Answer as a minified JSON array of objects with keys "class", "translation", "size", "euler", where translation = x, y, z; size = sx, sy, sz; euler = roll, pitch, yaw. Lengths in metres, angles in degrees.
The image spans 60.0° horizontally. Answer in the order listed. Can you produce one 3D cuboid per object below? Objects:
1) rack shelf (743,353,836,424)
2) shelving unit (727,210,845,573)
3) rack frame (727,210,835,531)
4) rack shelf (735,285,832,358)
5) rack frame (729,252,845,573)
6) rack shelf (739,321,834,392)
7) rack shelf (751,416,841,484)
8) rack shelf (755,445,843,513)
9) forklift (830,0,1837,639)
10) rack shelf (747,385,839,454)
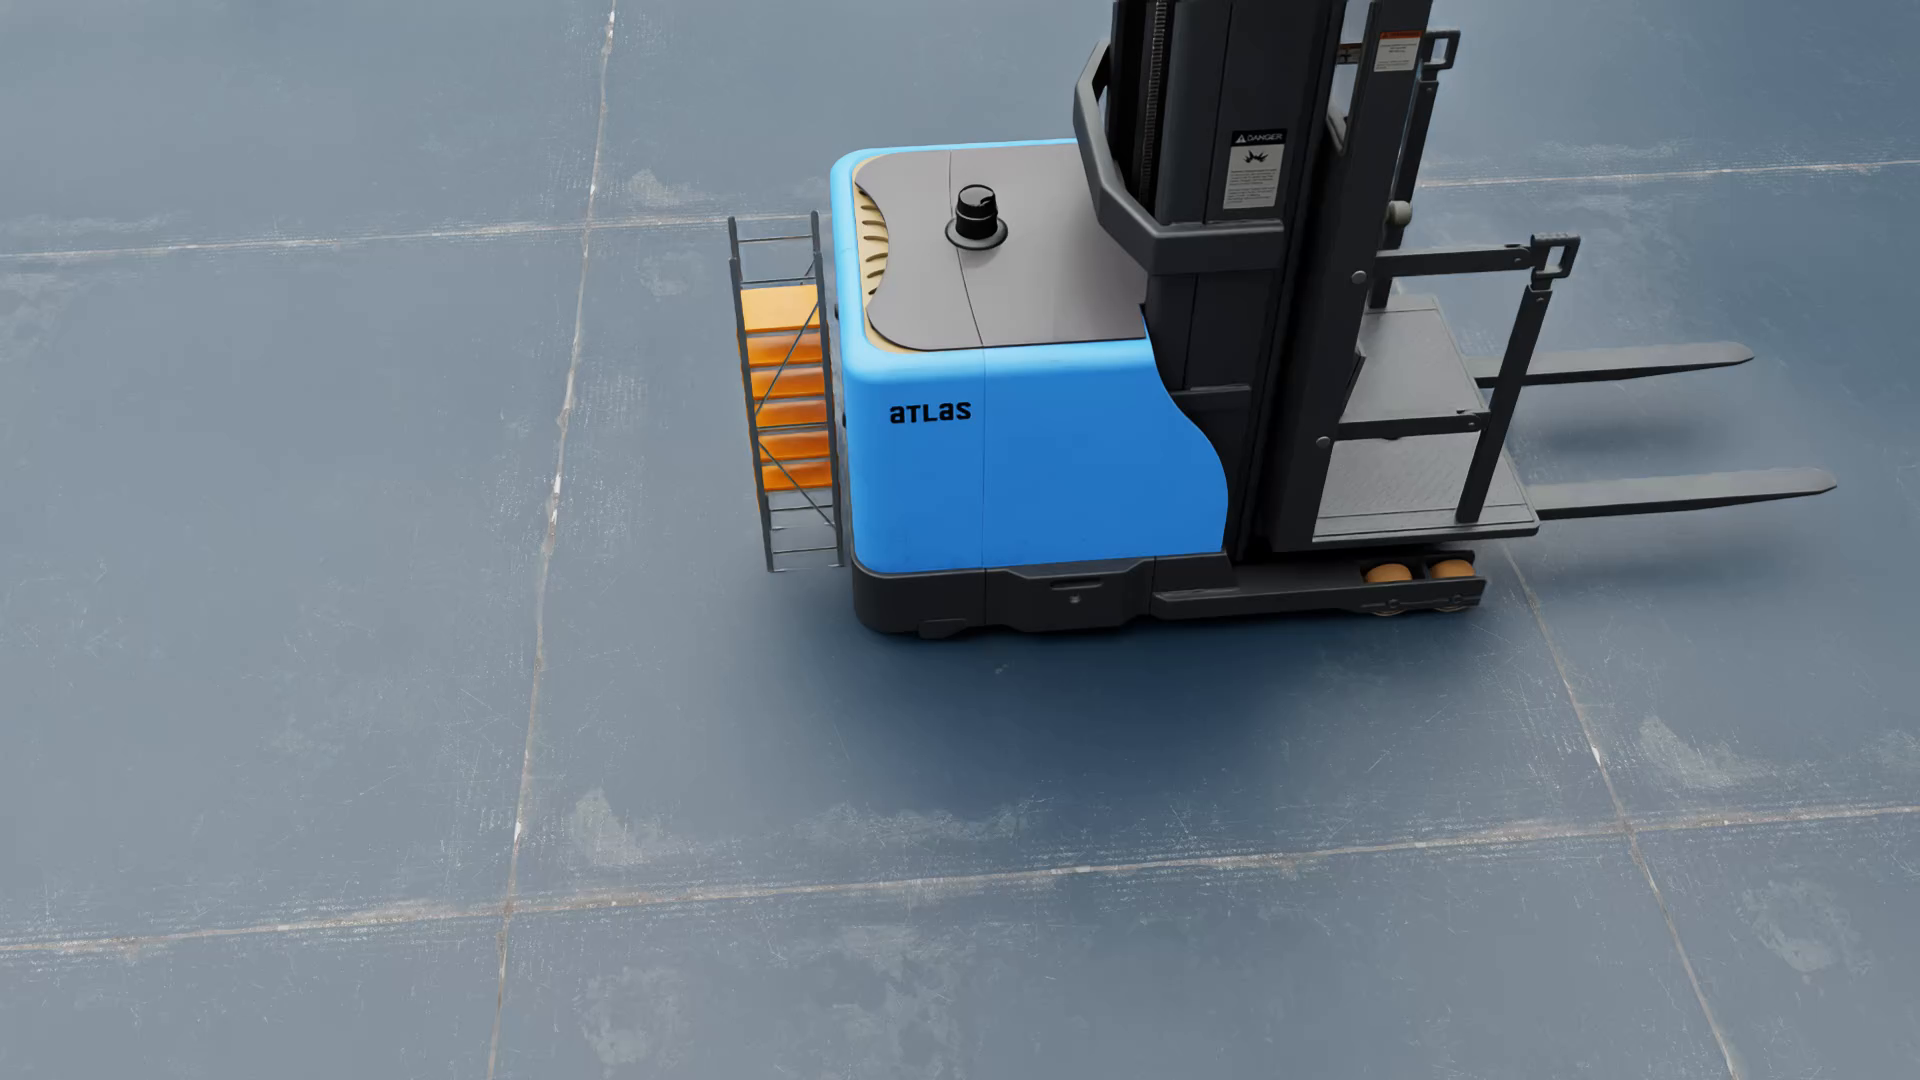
[{"class":"rack shelf","translation":[-0.487,-0.440,4.736],"size":[0.258,0.103,0.180],"euler":[-5,47,-5]},{"class":"shelving unit","translation":[-0.487,-0.388,4.791],"size":[0.258,1.200,0.189],"euler":[-5,47,-5]},{"class":"rack frame","translation":[-0.498,-0.454,4.853],"size":[0.240,1.200,0.006],"euler":[-5,47,-5]},{"class":"rack shelf","translation":[-0.487,-0.605,4.562],"size":[0.258,0.103,0.180],"euler":[-5,47,-5]},{"class":"rack frame","translation":[-0.477,-0.322,4.728],"size":[0.240,1.200,0.006],"euler":[-5,47,-5]},{"class":"rack shelf","translation":[-0.487,-0.522,4.649],"size":[0.258,0.103,0.180],"euler":[-5,47,-5]},{"class":"rack shelf","translation":[-0.487,-0.275,4.910],"size":[0.258,0.103,0.180],"euler":[-5,47,-5]},{"class":"rack shelf","translation":[-0.487,-0.192,4.997],"size":[0.258,0.103,0.180],"euler":[-5,47,-5]},{"class":"forklift","translation":[1.156,-1.160,4.330],"size":[3.031,2.935,1.130],"euler":[-4,47,-4]},{"class":"rack shelf","translation":[-0.487,-0.357,4.823],"size":[0.258,0.103,0.180],"euler":[-5,47,-5]}]
